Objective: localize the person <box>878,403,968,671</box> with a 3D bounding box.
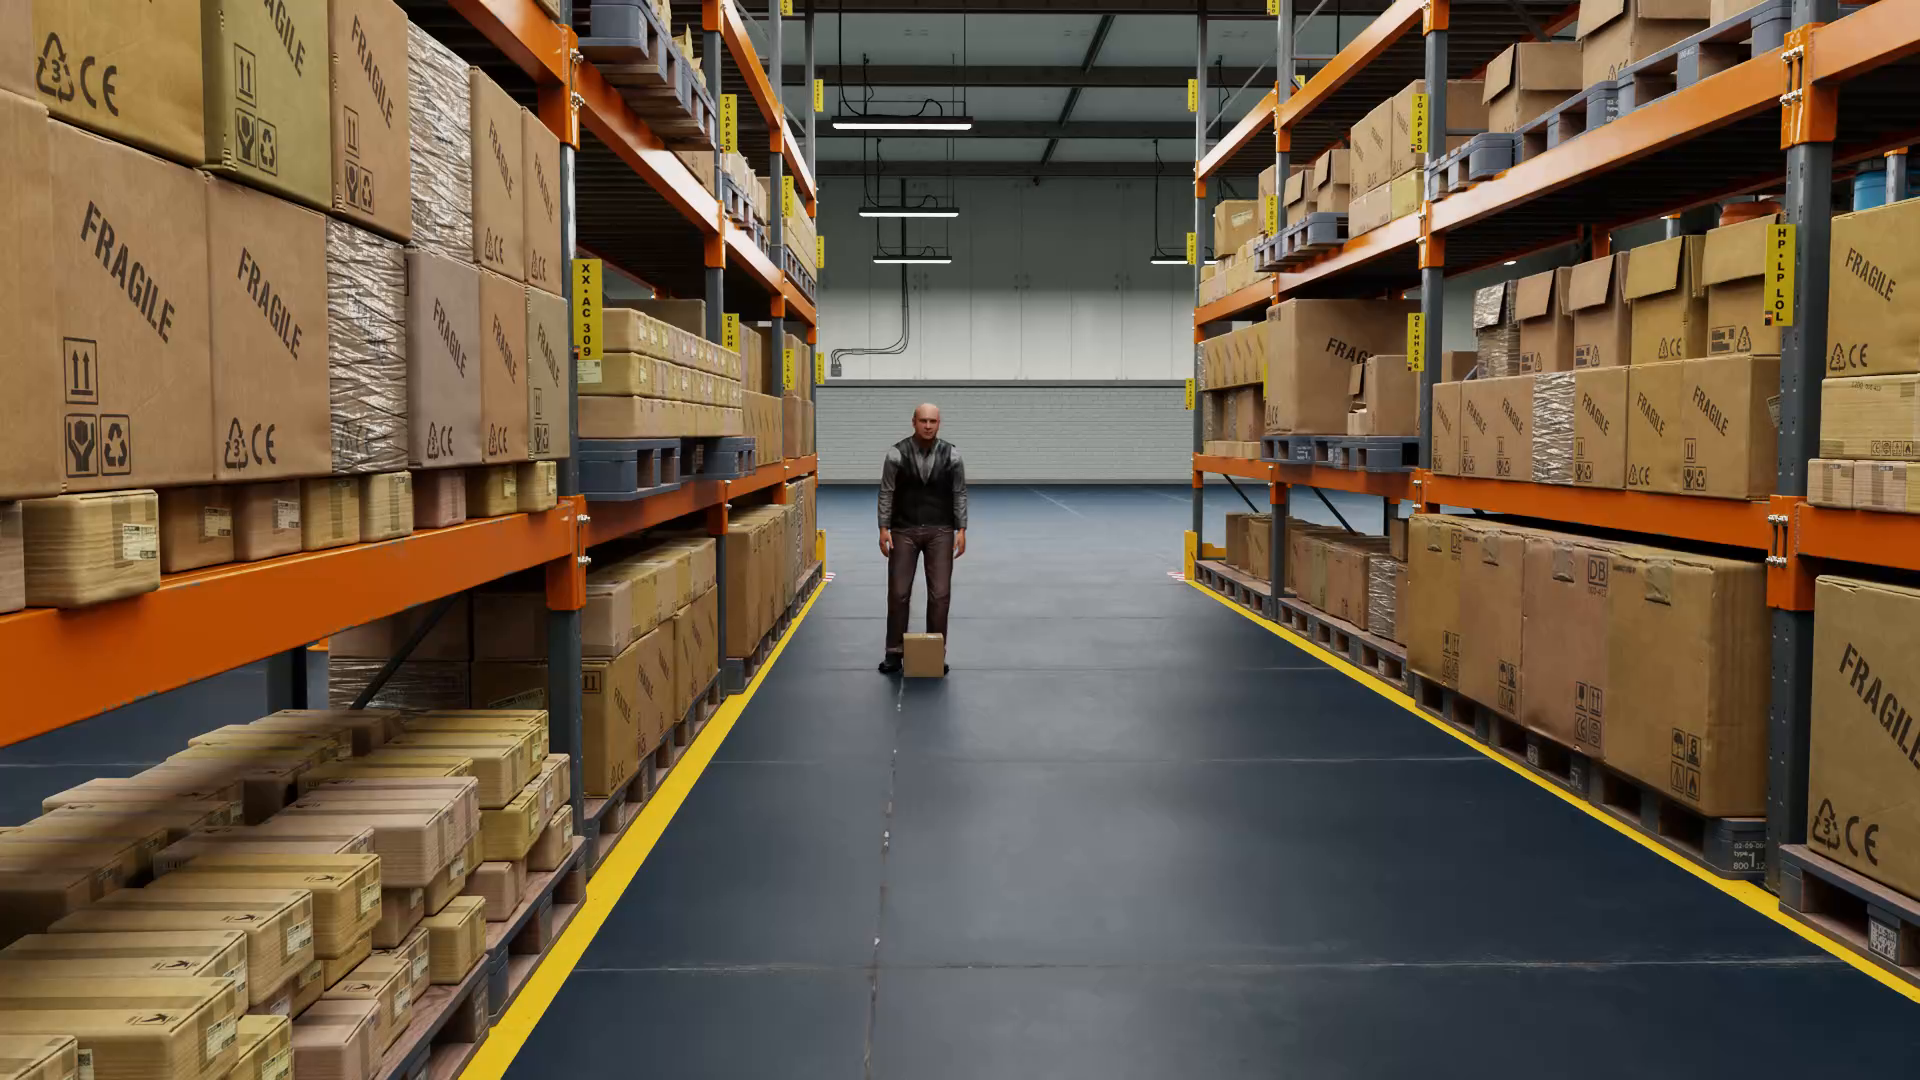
[{"bbox_3d":[-0.241,-0.021,10.735,0.588,1.720,0.475,0,4,-5],"label":"person"}]
